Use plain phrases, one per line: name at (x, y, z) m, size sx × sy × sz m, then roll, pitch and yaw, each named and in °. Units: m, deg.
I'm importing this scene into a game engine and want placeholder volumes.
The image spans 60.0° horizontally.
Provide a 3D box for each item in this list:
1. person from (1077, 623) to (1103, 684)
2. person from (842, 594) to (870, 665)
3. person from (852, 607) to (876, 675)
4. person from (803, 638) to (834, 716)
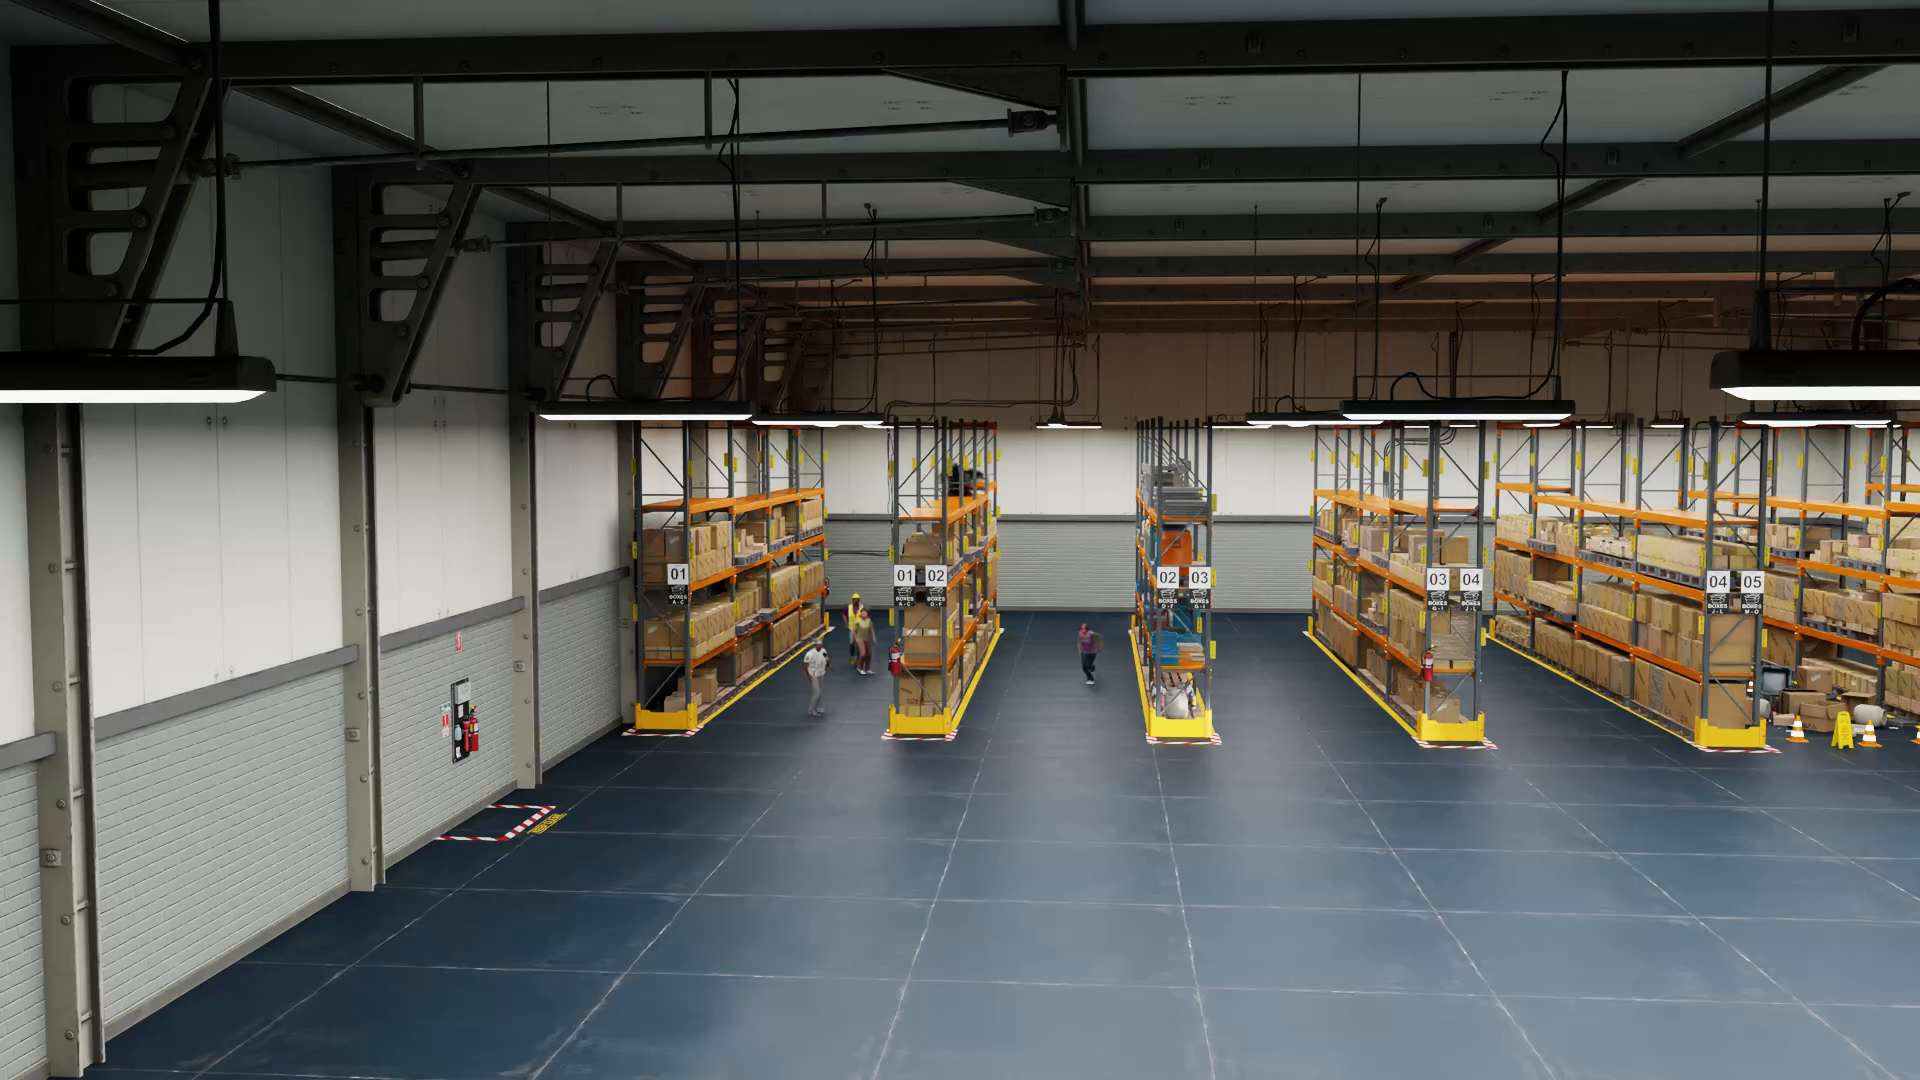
person at (2.913, 2.577, 37.413) m, size 0.561 × 1.401 × 0.764 m, roll 2°, pitch 4°, yaw 23°
person at (-2.552, 2.195, 40.701) m, size 0.712 × 1.753 × 0.670 m, roll 0°, pitch 4°, yaw 3°
person at (-2.280, 2.371, 39.112) m, size 0.550 × 1.617 × 0.538 m, roll -3°, pitch 5°, yaw -35°
person at (-2.858, 2.748, 33.626) m, size 0.774 × 1.620 × 0.633 m, roll 3°, pitch 5°, yaw 39°
